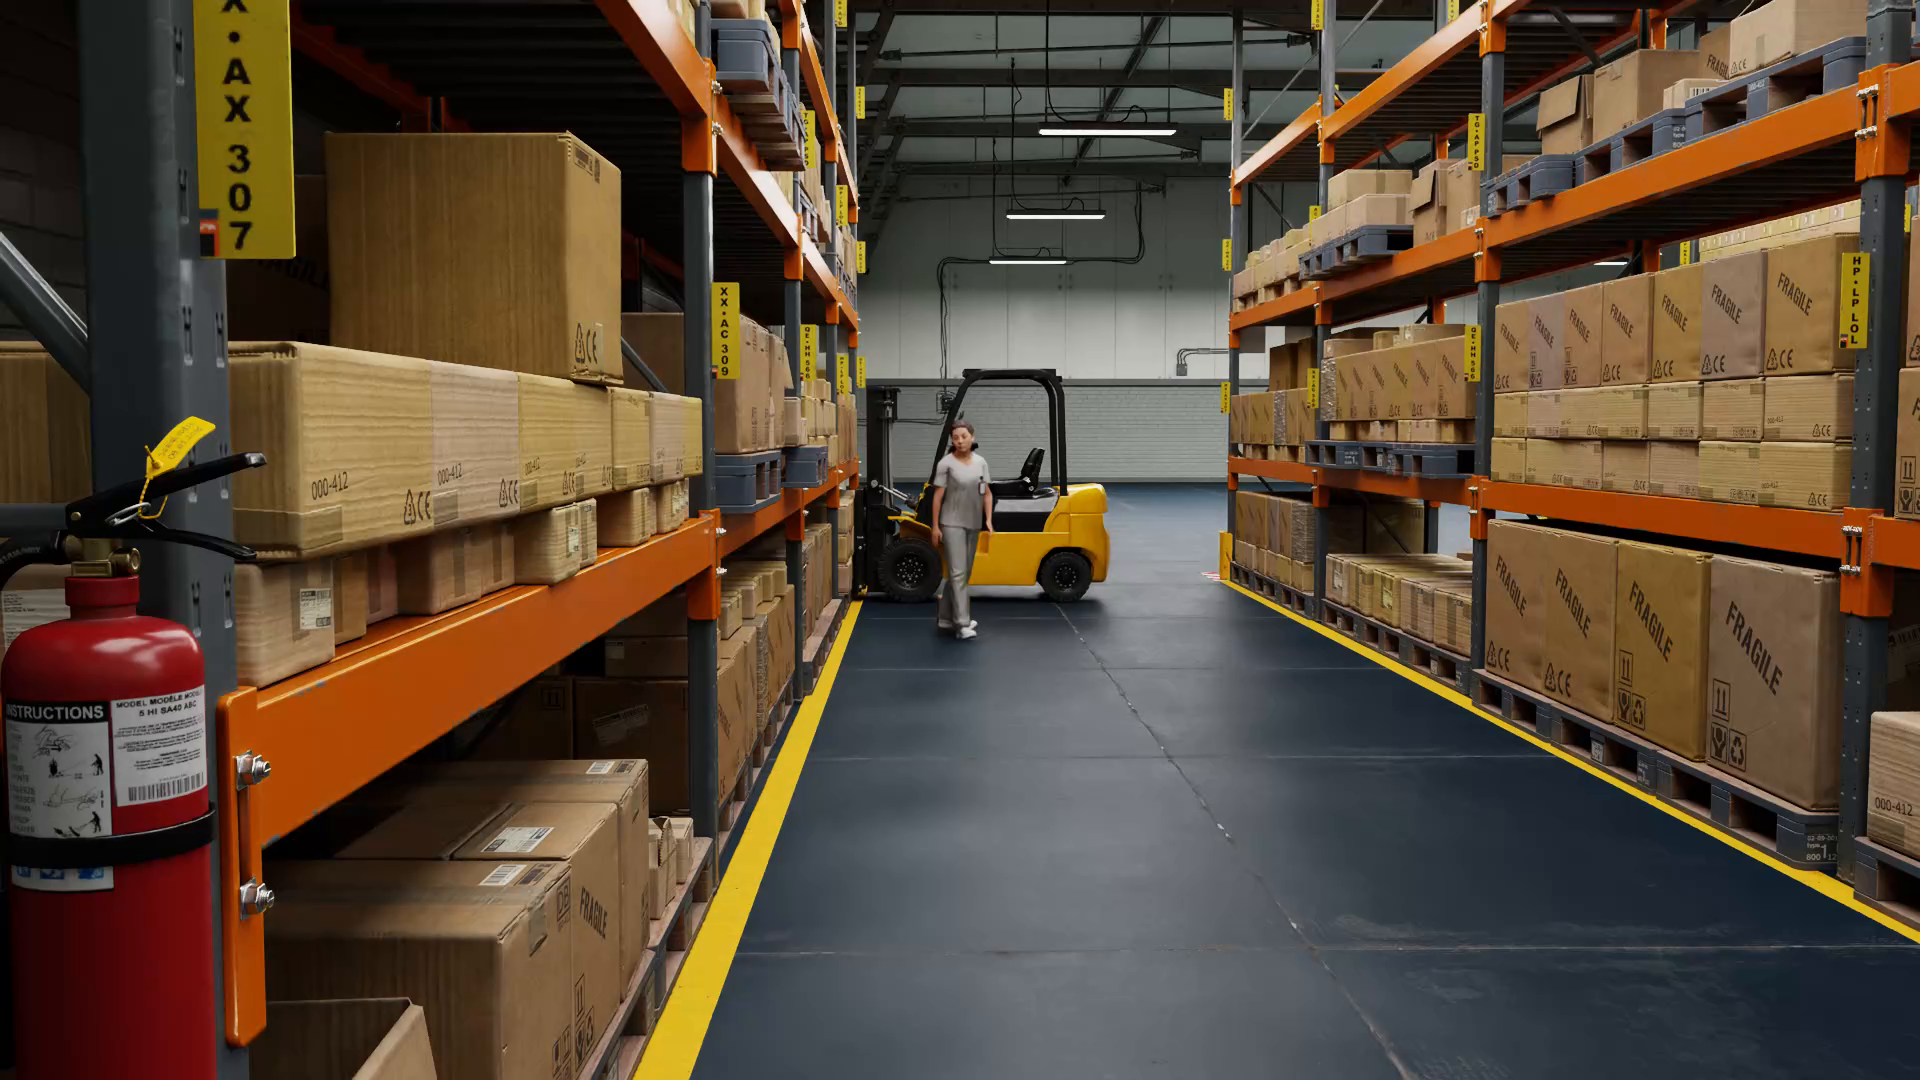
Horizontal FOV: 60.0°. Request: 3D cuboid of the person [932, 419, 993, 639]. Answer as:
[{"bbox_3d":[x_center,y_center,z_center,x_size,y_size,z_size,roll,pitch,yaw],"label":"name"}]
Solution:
[{"bbox_3d":[0.016,-0.092,12.754,0.484,1.662,0.701,-3,5,-33],"label":"person"}]
